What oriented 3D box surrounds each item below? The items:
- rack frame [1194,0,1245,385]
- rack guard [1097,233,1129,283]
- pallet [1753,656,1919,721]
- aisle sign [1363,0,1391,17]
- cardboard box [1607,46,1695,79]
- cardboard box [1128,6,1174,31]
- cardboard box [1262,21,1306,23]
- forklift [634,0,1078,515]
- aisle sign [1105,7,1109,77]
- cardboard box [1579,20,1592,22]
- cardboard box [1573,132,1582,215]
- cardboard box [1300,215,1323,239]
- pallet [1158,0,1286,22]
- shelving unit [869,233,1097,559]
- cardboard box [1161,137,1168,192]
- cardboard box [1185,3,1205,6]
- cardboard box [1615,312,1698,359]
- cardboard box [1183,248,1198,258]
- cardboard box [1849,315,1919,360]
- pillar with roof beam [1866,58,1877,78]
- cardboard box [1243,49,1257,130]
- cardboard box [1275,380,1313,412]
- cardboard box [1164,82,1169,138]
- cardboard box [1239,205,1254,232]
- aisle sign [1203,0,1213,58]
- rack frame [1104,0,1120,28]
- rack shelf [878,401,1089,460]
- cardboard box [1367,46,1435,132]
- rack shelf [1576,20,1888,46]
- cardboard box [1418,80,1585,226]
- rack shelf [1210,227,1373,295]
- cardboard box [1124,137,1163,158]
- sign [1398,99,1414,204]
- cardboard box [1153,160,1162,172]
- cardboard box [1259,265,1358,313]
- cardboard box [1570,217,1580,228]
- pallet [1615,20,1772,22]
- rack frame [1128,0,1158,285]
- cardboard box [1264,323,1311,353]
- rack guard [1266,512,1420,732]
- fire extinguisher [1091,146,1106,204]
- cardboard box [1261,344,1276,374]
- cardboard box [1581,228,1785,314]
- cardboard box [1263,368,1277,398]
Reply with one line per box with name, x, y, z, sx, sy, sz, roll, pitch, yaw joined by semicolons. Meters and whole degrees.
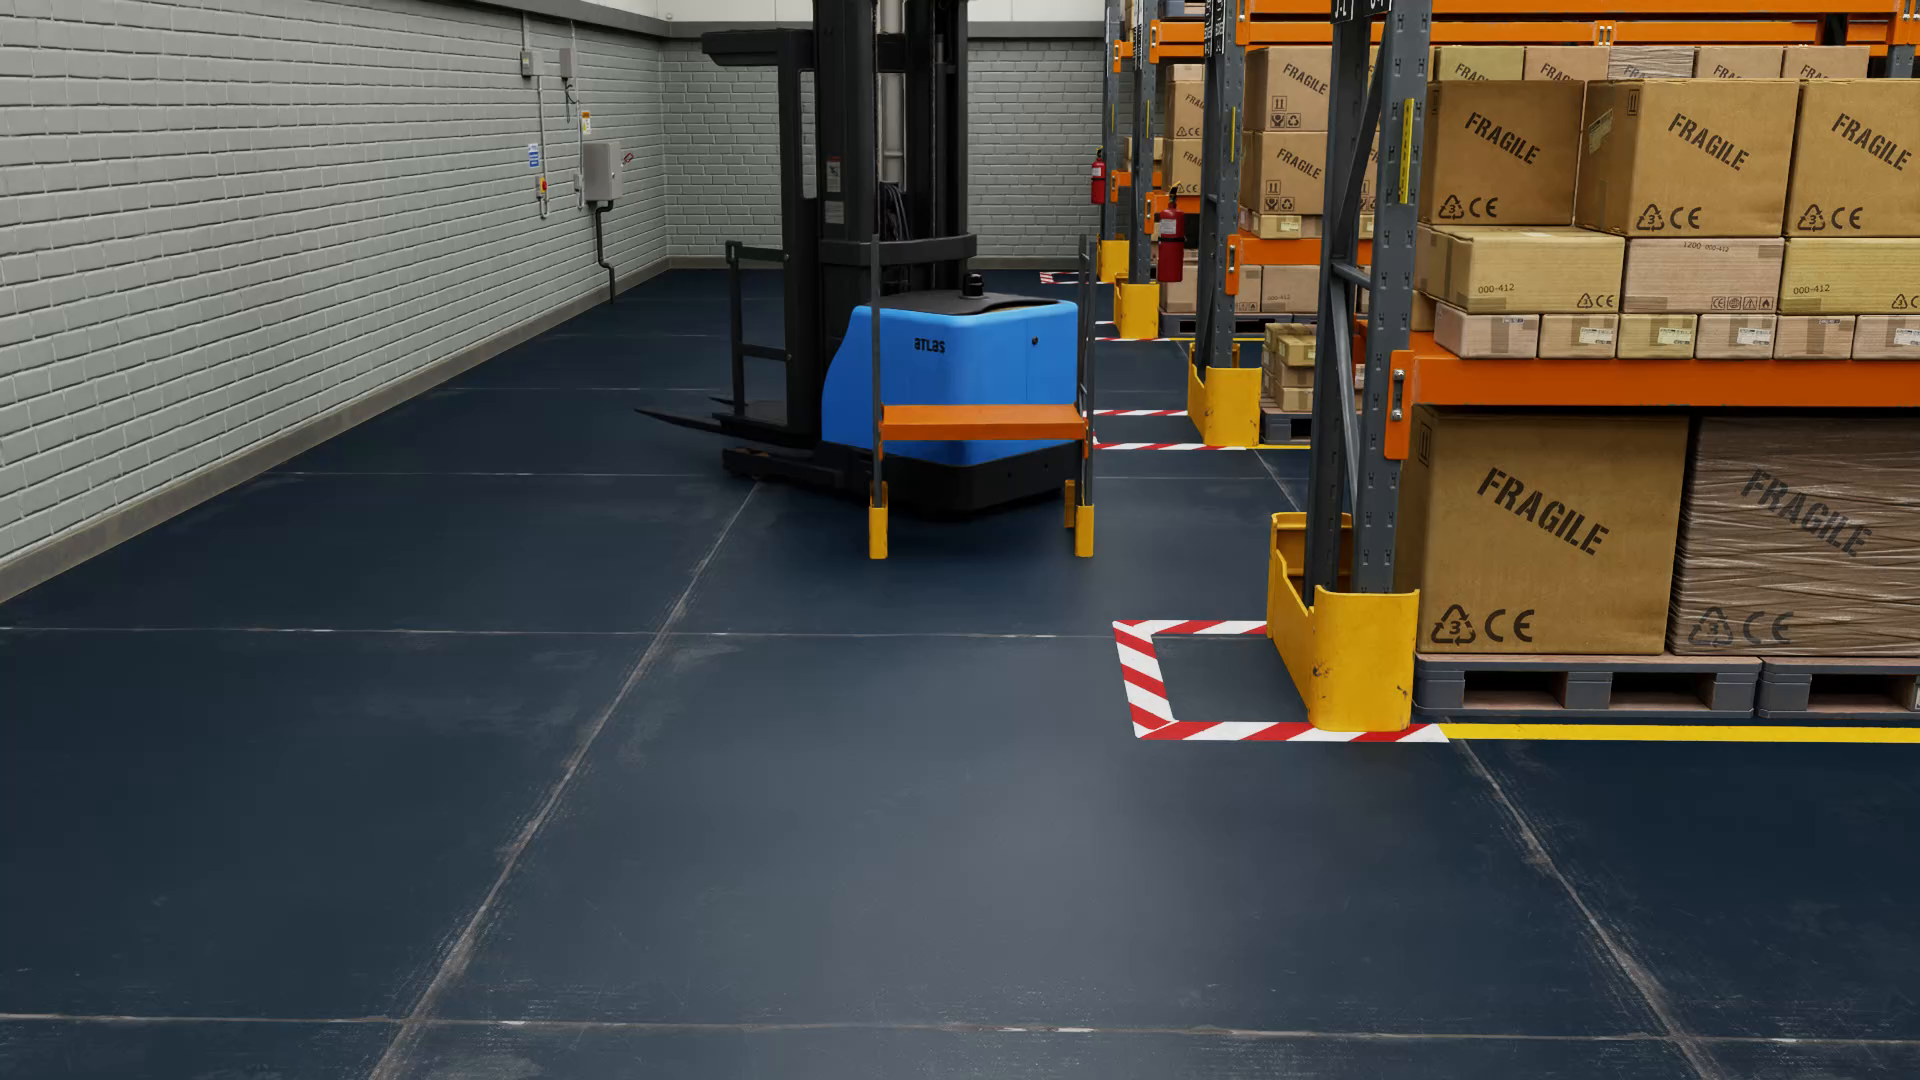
rack frame;1.676;-2.194;10.775;0.127;3.000;1.000;0;15;1
rack guard;1.900;-3.513;20.677;0.348;0.500;1.175;0;15;1
pallet;3.466;0.413;6.362;1.213;0.211;1.003;0;15;1
aisle sign;1.369;-2.110;5.363;0.004;0.787;0.394;0;15;1
cardboard box;4.170;-2.786;10.282;0.500;0.500;0.500;1;15;3
cardboard box;2.261;-6.172;19.683;0.500;0.250;0.500;0;15;1
cardboard box;3.799;-6.170;19.676;0.500;0.250;0.500;0;15;1
forklift;-0.754;-1.843;9.581;3.031;2.935;1.130;13;20;41
aisle sign;1.749;-5.905;19.746;0.004;0.787;0.394;0;15;1
cardboard box;7.428;-6.307;19.959;0.250;0.149;0.380;0;15;2
cardboard box;3.652;-2.307;10.426;0.500;0.500;0.500;0;15;0
cardboard box;2.247;-1.995;10.516;0.250;0.149;0.380;1;15;3
pallet;2.443;-4.862;15.182;1.213;0.211;1.003;0;15;1
shelving unit;0.094;-0.714;8.104;1.083;1.500;0.587;-1;15;-2
cardboard box;2.190;-3.569;15.793;0.500;0.500;0.500;0;15;2
cardboard box;2.769;-6.411;19.610;0.500;0.250;0.500;0;15;1
cardboard box;2.307;-0.719;5.676;0.250;0.149;0.380;0;15;0
cardboard box;2.857;-3.506;20.515;0.250;0.149;0.380;0;15;-1
cardboard box;3.080;-0.714;5.658;0.250;0.149;0.380;0;15;1
pillar with roof beam;11.038;-6.695;16.075;0.400;9.000;9.100;0;15;1
cardboard box;2.140;-2.930;10.826;0.500;0.500;0.500;0;15;0
cardboard box;2.191;-0.933;10.762;0.250;0.149;0.380;1;15;3
cardboard box;2.189;-4.046;15.640;0.500;0.500;0.500;1;15;3
cardboard box;2.009;-2.142;11.072;0.250;0.149;0.380;0;15;1
aisle sign;1.611;-3.528;10.735;0.004;0.787;0.394;0;15;1
rack frame;1.824;-7.623;19.595;0.127;3.000;1.000;0;15;1
rack shelf;0.103;-0.540;8.151;1.000;0.185;0.538;-1;15;-2
cardboard box;2.622;-2.797;10.323;0.500;0.500;0.500;1;15;3
rack shelf;7.699;-4.520;15.123;4.000;0.370;1.077;0;15;1
cardboard box;1.942;-1.427;6.110;0.500;0.500;0.500;1;15;2
rack shelf;3.675;-1.833;10.817;4.000;0.370;1.077;0;15;1
cardboard box;2.291;-4.859;20.586;0.500;0.250;0.500;1;15;3
sign;1.428;-1.245;5.326;0.005;0.325;0.100;0;15;1
cardboard box;2.401;-4.539;20.157;0.250;0.149;0.380;1;15;3
cardboard box;3.279;-2.438;15.901;0.875;0.438;0.875;1;15;3
cardboard box;2.446;-1.062;6.196;0.500;0.250;0.500;0;15;0
pallet;6.618;-4.795;15.130;1.217;0.209;0.805;0;15;-1
rack frame;1.701;-3.457;15.562;0.127;3.000;1.000;0;15;1
cardboard box;2.212;-1.367;11.241;0.250;0.149;0.380;1;15;2
rack guard;1.424;0.279;6.302;0.348;0.500;1.175;0;15;1
fire extinguisher;1.665;-4.388;19.974;0.183;0.674;0.296;0;15;1
cardboard box;2.211;-1.231;11.310;0.250;0.149;0.380;0;15;0
cardboard box;2.441;-0.927;5.685;0.500;0.250;0.500;0;15;1
cardboard box;2.207;-1.068;11.273;0.250;0.149;0.380;1;15;2
